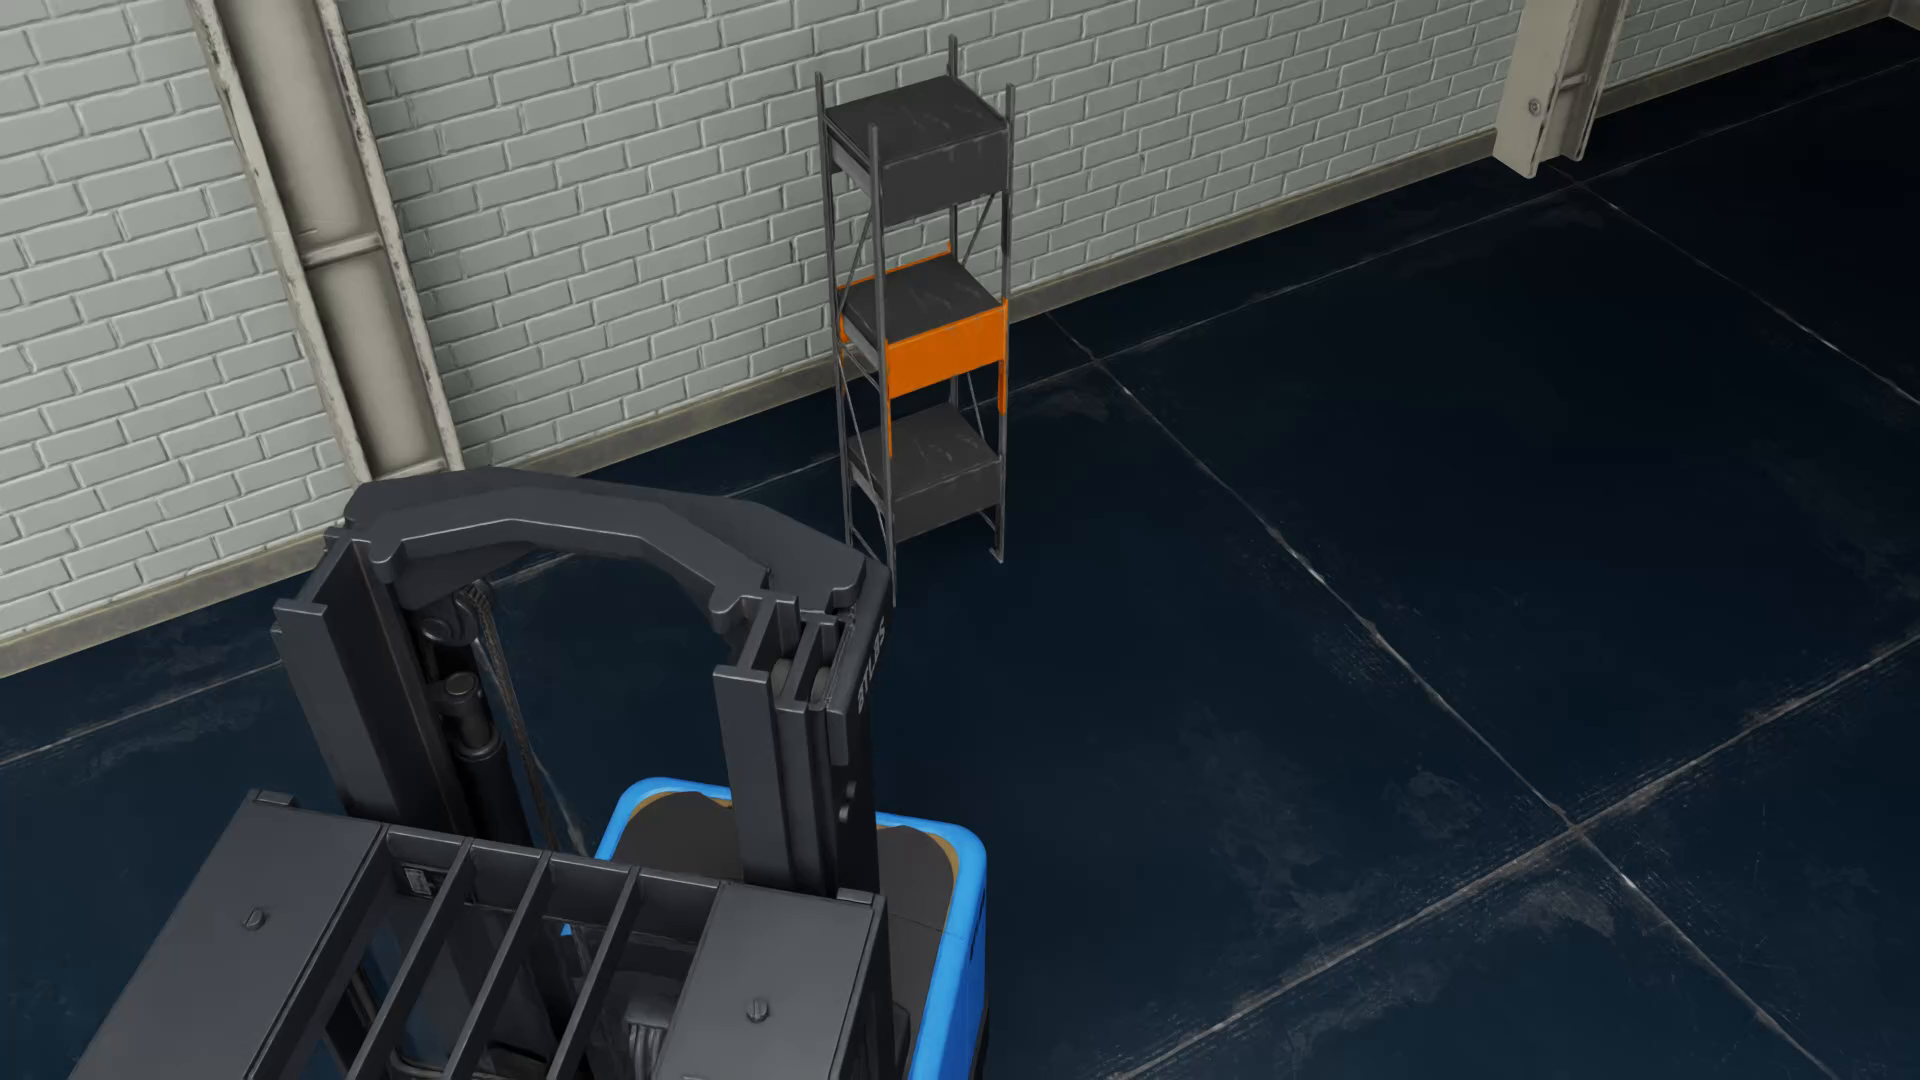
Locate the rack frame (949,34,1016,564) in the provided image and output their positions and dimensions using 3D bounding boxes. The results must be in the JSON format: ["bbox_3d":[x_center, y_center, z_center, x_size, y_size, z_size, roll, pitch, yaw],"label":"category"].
[{"bbox_3d":[0.068,-0.781,6.047,0.015,2.100,0.400,-22,48,-21],"label":"rack frame"}]

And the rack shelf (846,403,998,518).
[{"bbox_3d":[-0.144,-0.282,6.361,0.457,0.174,0.368,-22,48,-21],"label":"rack shelf"}]

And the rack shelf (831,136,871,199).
[{"bbox_3d":[-0.144,-1.260,5.412,0.442,0.100,0.332,-22,48,-21],"label":"rack shelf"}]

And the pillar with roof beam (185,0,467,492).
[{"bbox_3d":[0.007,-0.596,0.903,0.400,9.000,9.100,-22,48,-21],"label":"pillar with roof beam"}]

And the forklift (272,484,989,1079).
[{"bbox_3d":[-0.704,1.429,3.173,1.130,2.935,3.031,8,45,8],"label":"forklift"}]

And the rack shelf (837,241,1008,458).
[{"bbox_3d":[-0.144,-0.686,5.969,0.480,0.518,0.431,-22,48,-21],"label":"rack shelf"}]

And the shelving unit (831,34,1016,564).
[{"bbox_3d":[-0.139,-0.698,5.962,0.492,2.100,0.431,-22,48,-21],"label":"shelving unit"}]
